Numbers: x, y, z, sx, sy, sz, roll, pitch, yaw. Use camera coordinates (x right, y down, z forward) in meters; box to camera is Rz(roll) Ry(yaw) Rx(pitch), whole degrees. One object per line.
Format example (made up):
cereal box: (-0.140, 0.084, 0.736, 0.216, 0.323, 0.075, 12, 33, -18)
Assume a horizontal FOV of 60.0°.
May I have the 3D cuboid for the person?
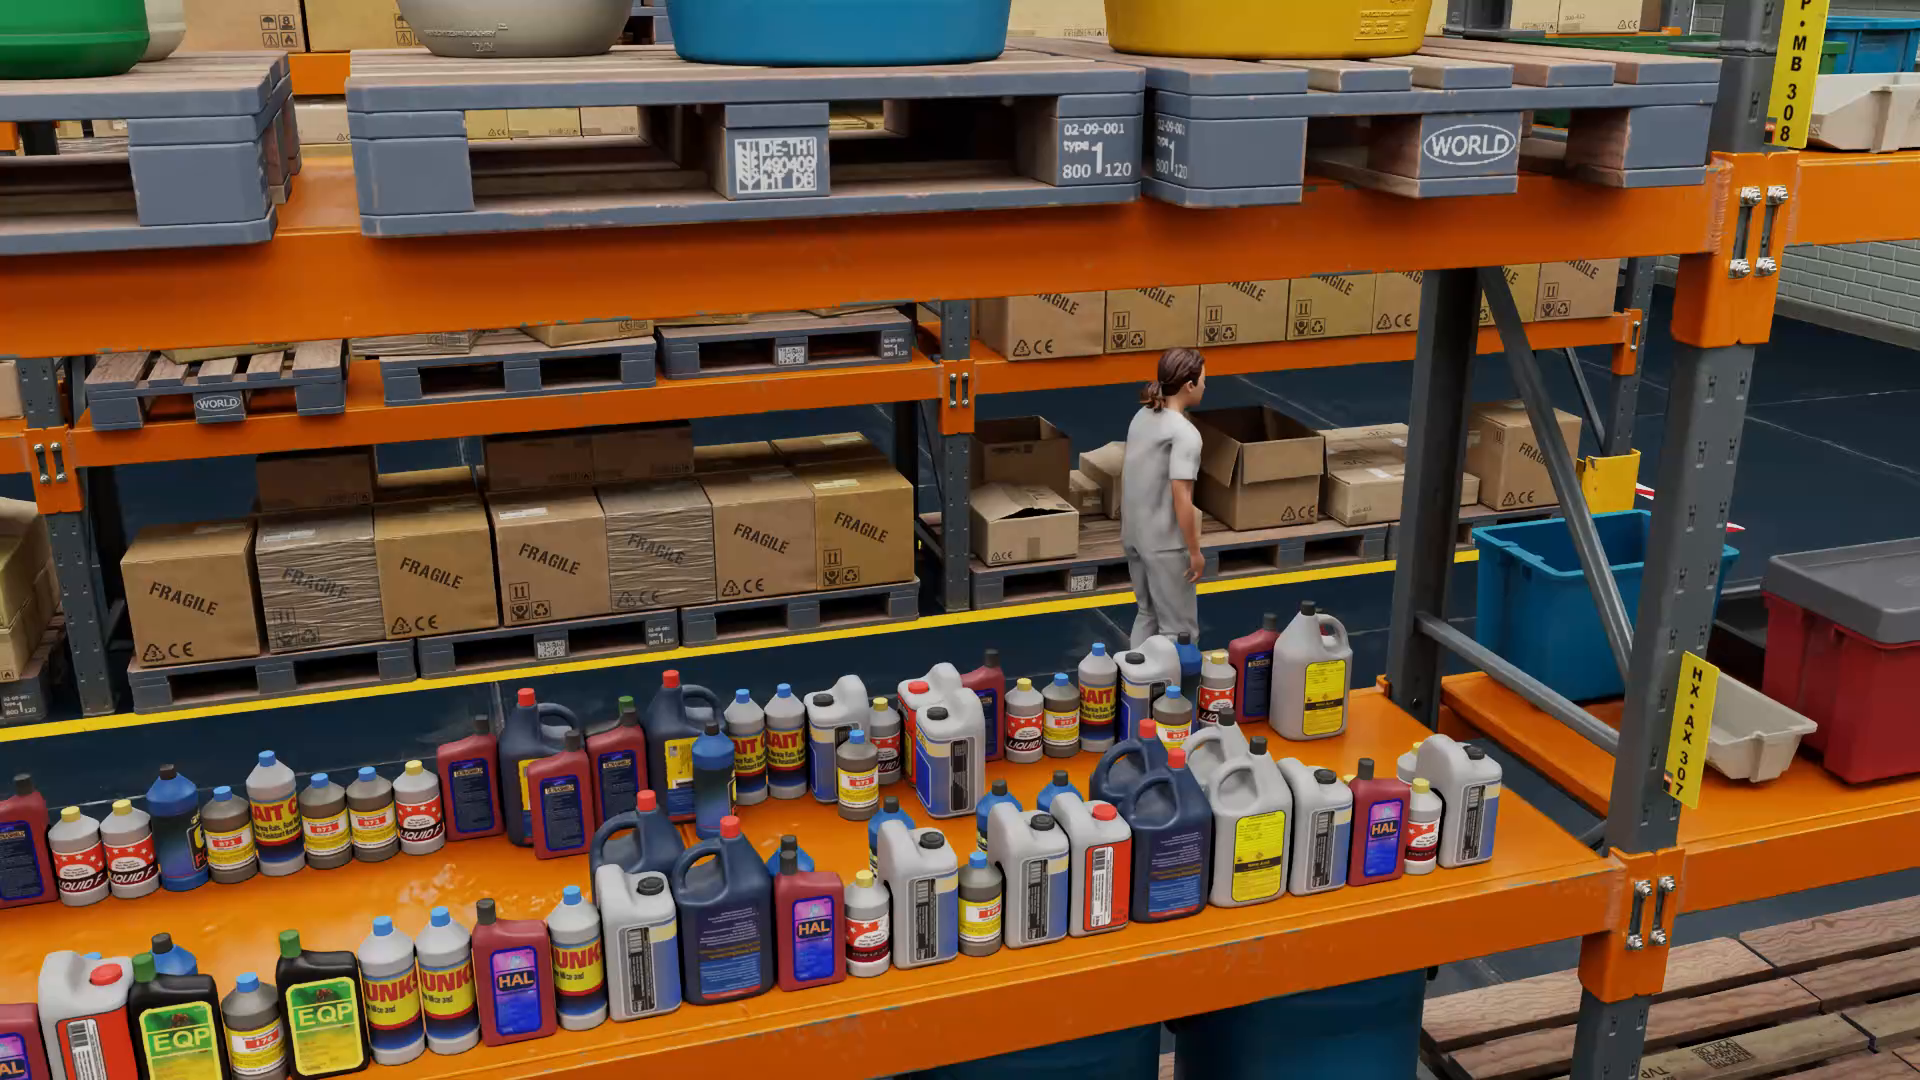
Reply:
person: (0.872, 0.014, 7.033, 0.359, 1.671, 0.512, -8, 21, -21)
